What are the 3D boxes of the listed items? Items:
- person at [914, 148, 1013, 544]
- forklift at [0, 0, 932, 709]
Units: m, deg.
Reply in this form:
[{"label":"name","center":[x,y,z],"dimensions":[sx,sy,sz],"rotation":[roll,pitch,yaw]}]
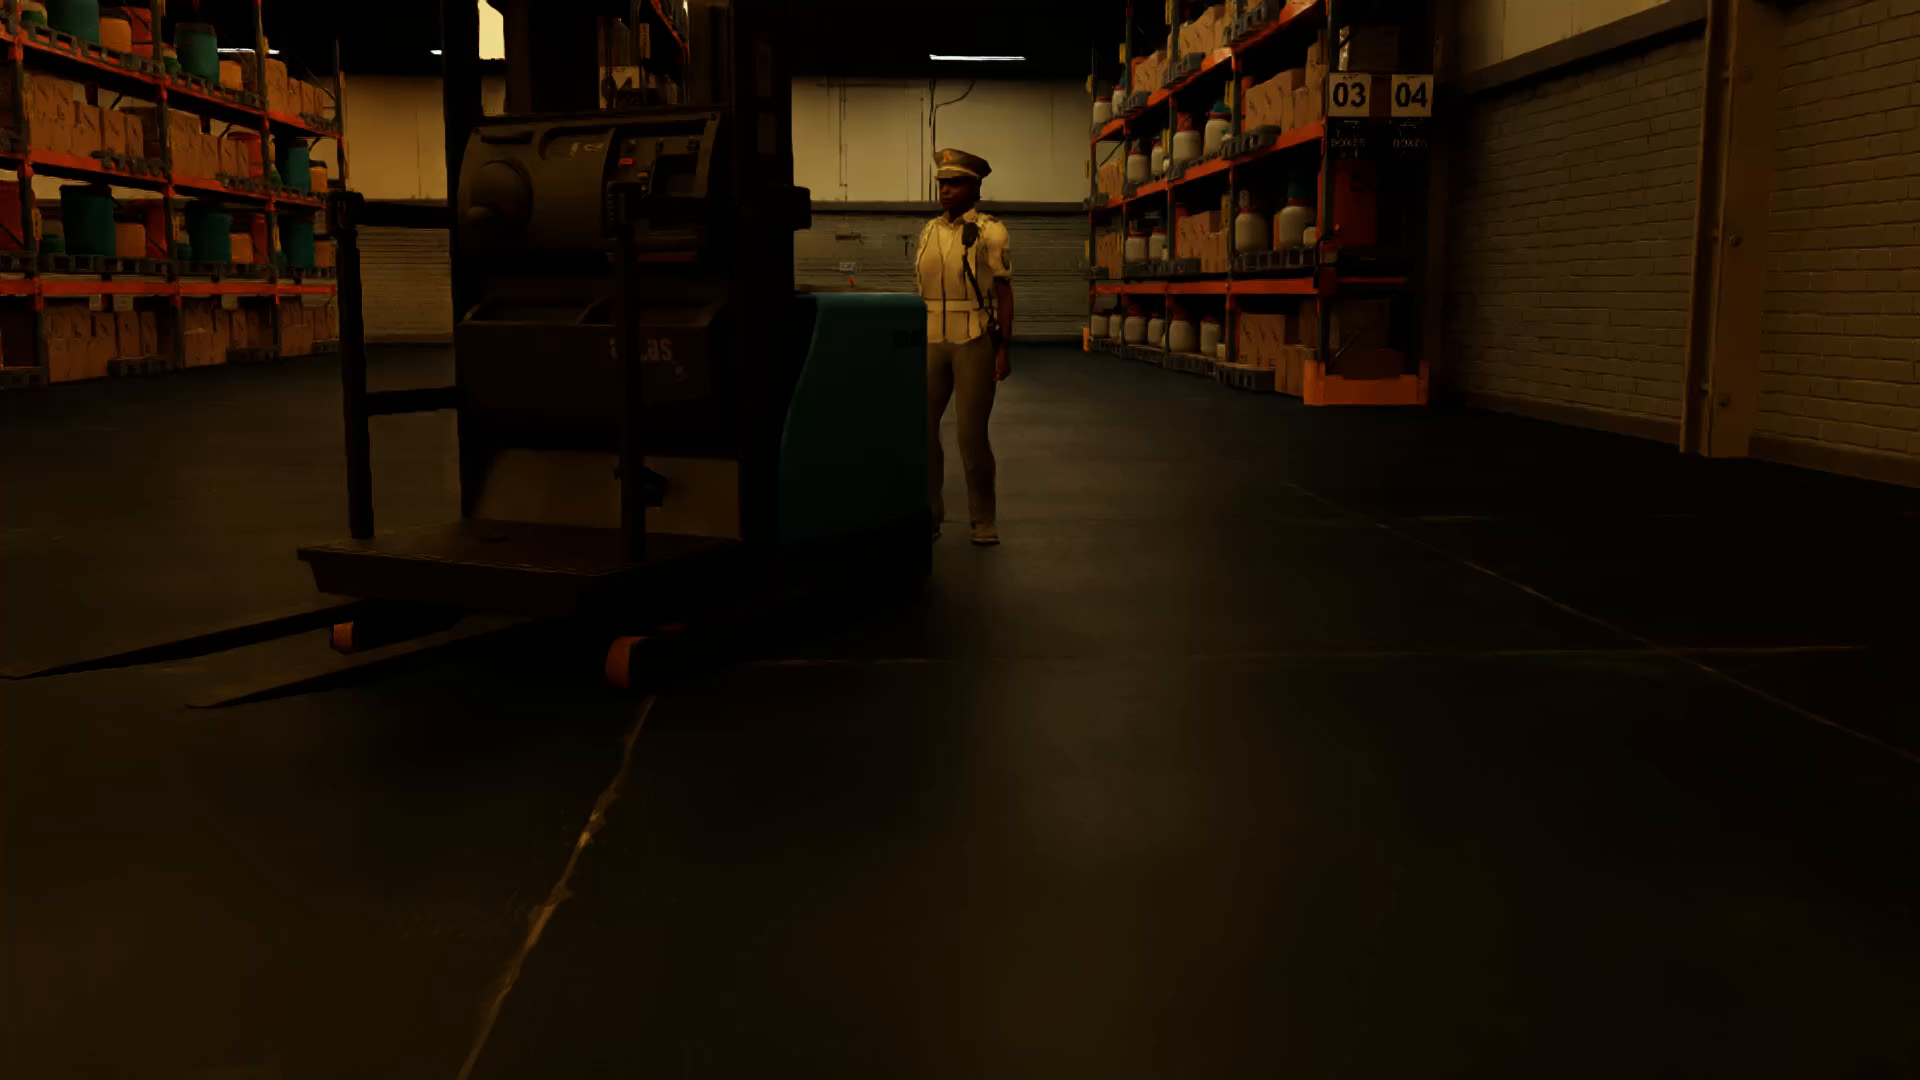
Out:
[{"label":"person","center":[-0.005,-0.817,7.131],"dimensions":[0.469,1.682,0.416],"rotation":[4,10,27]},{"label":"forklift","center":[-1.204,-1.104,4.766],"dimensions":[1.130,2.935,3.031],"rotation":[4,9,26]}]
